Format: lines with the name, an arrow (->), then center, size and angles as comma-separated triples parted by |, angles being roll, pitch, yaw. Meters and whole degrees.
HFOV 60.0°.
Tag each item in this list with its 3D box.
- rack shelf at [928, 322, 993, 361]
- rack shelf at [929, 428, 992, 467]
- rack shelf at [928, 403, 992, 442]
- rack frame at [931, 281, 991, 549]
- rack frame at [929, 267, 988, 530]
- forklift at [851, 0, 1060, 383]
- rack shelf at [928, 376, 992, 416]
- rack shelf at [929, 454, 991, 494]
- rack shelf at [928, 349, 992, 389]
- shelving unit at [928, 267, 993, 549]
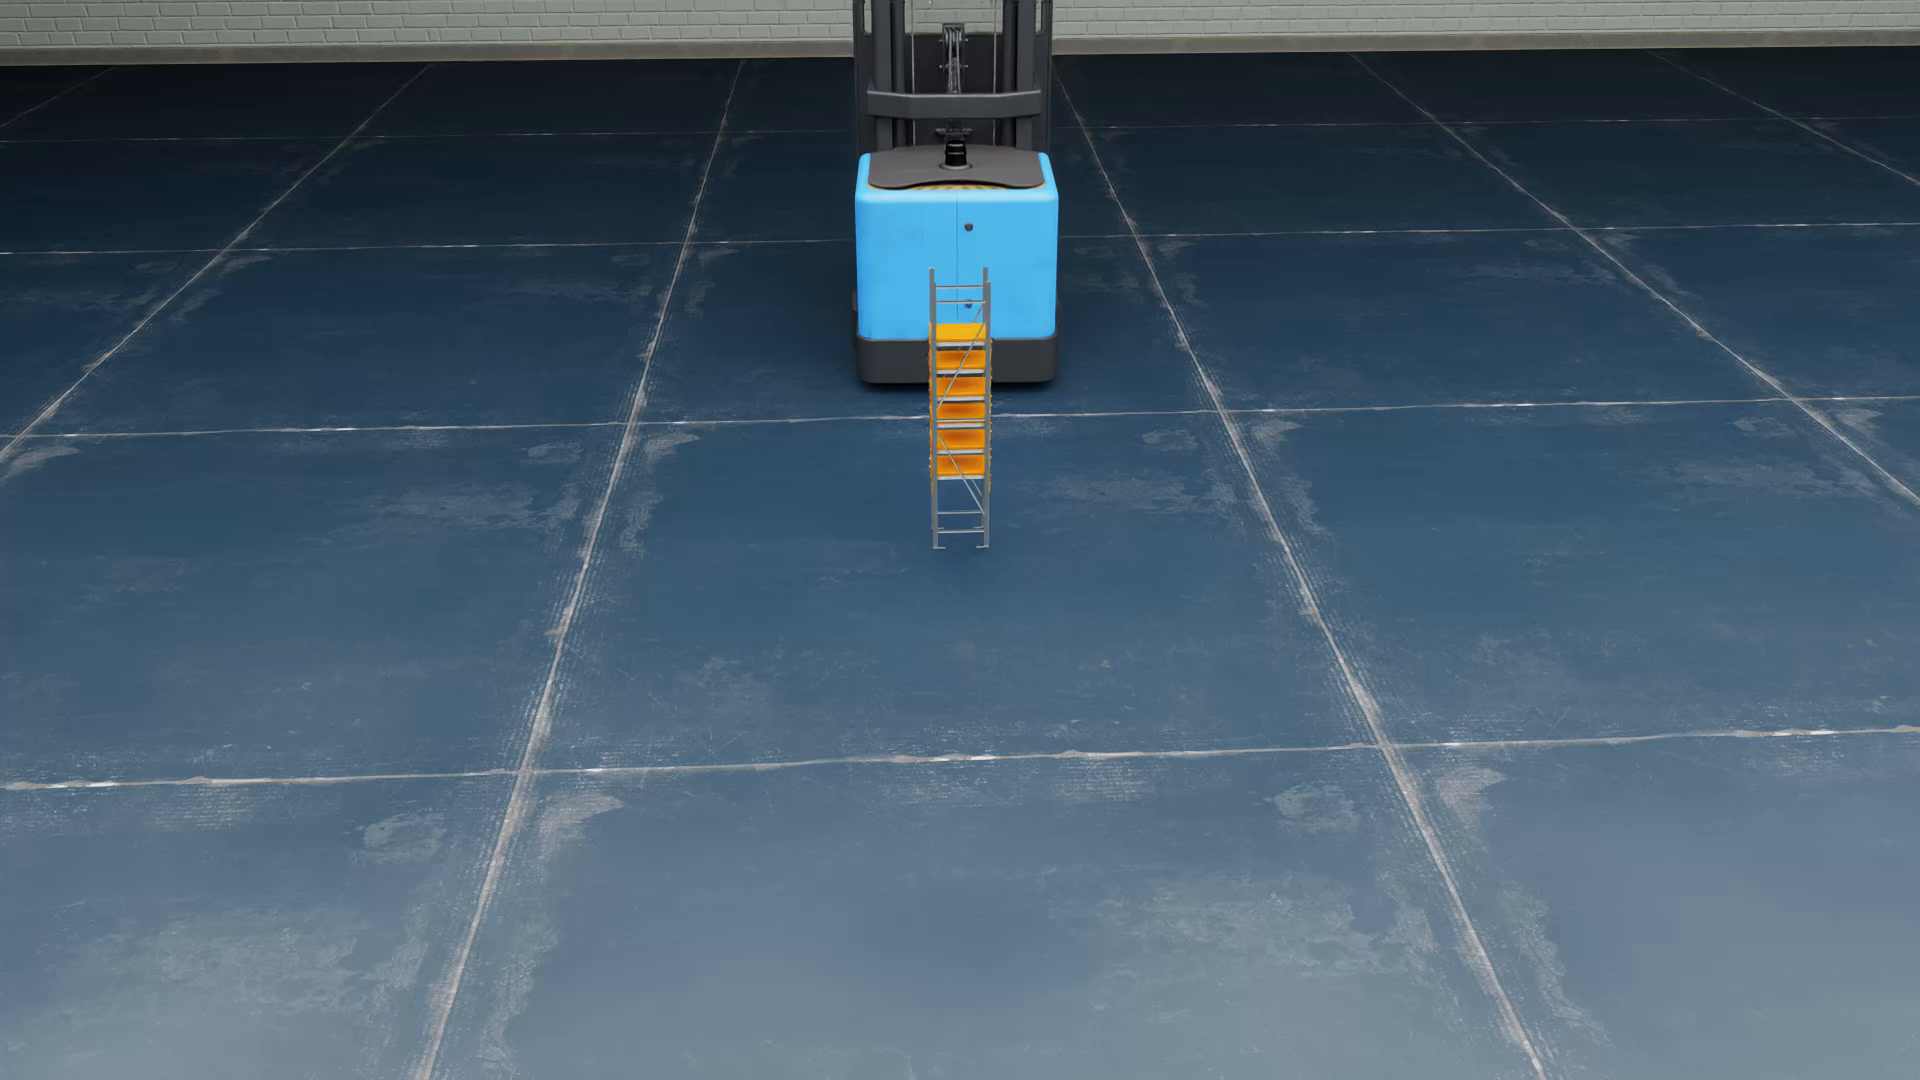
rack shelf -> -0.001, -0.818, 6.839 | 0.258, 0.103, 0.180 | -1, 28, -3
rack shelf -> -0.001, -0.393, 7.061 | 0.258, 0.103, 0.180 | -1, 28, -3
rack shelf -> -0.001, -0.499, 7.006 | 0.258, 0.103, 0.180 | -1, 28, -3
rack frame -> 0.004, -0.496, 6.904 | 0.240, 1.200, 0.006 | -1, 28, -3
rack frame -> -0.006, -0.581, 7.066 | 0.240, 1.200, 0.006 | -1, 28, -3
forklift -> -0.045, -2.755, 9.362 | 1.130, 2.935, 3.031 | -1, 28, -1
rack shelf -> -0.001, -0.606, 6.950 | 0.258, 0.103, 0.180 | -1, 28, -3
rack shelf -> -0.001, -0.286, 7.117 | 0.258, 0.103, 0.180 | -1, 28, -3
rack shelf -> -0.001, -0.712, 6.895 | 0.258, 0.103, 0.180 | -1, 28, -3
shelving unit -> -0.001, -0.539, 6.985 | 0.258, 1.200, 0.189 | -1, 28, -3
